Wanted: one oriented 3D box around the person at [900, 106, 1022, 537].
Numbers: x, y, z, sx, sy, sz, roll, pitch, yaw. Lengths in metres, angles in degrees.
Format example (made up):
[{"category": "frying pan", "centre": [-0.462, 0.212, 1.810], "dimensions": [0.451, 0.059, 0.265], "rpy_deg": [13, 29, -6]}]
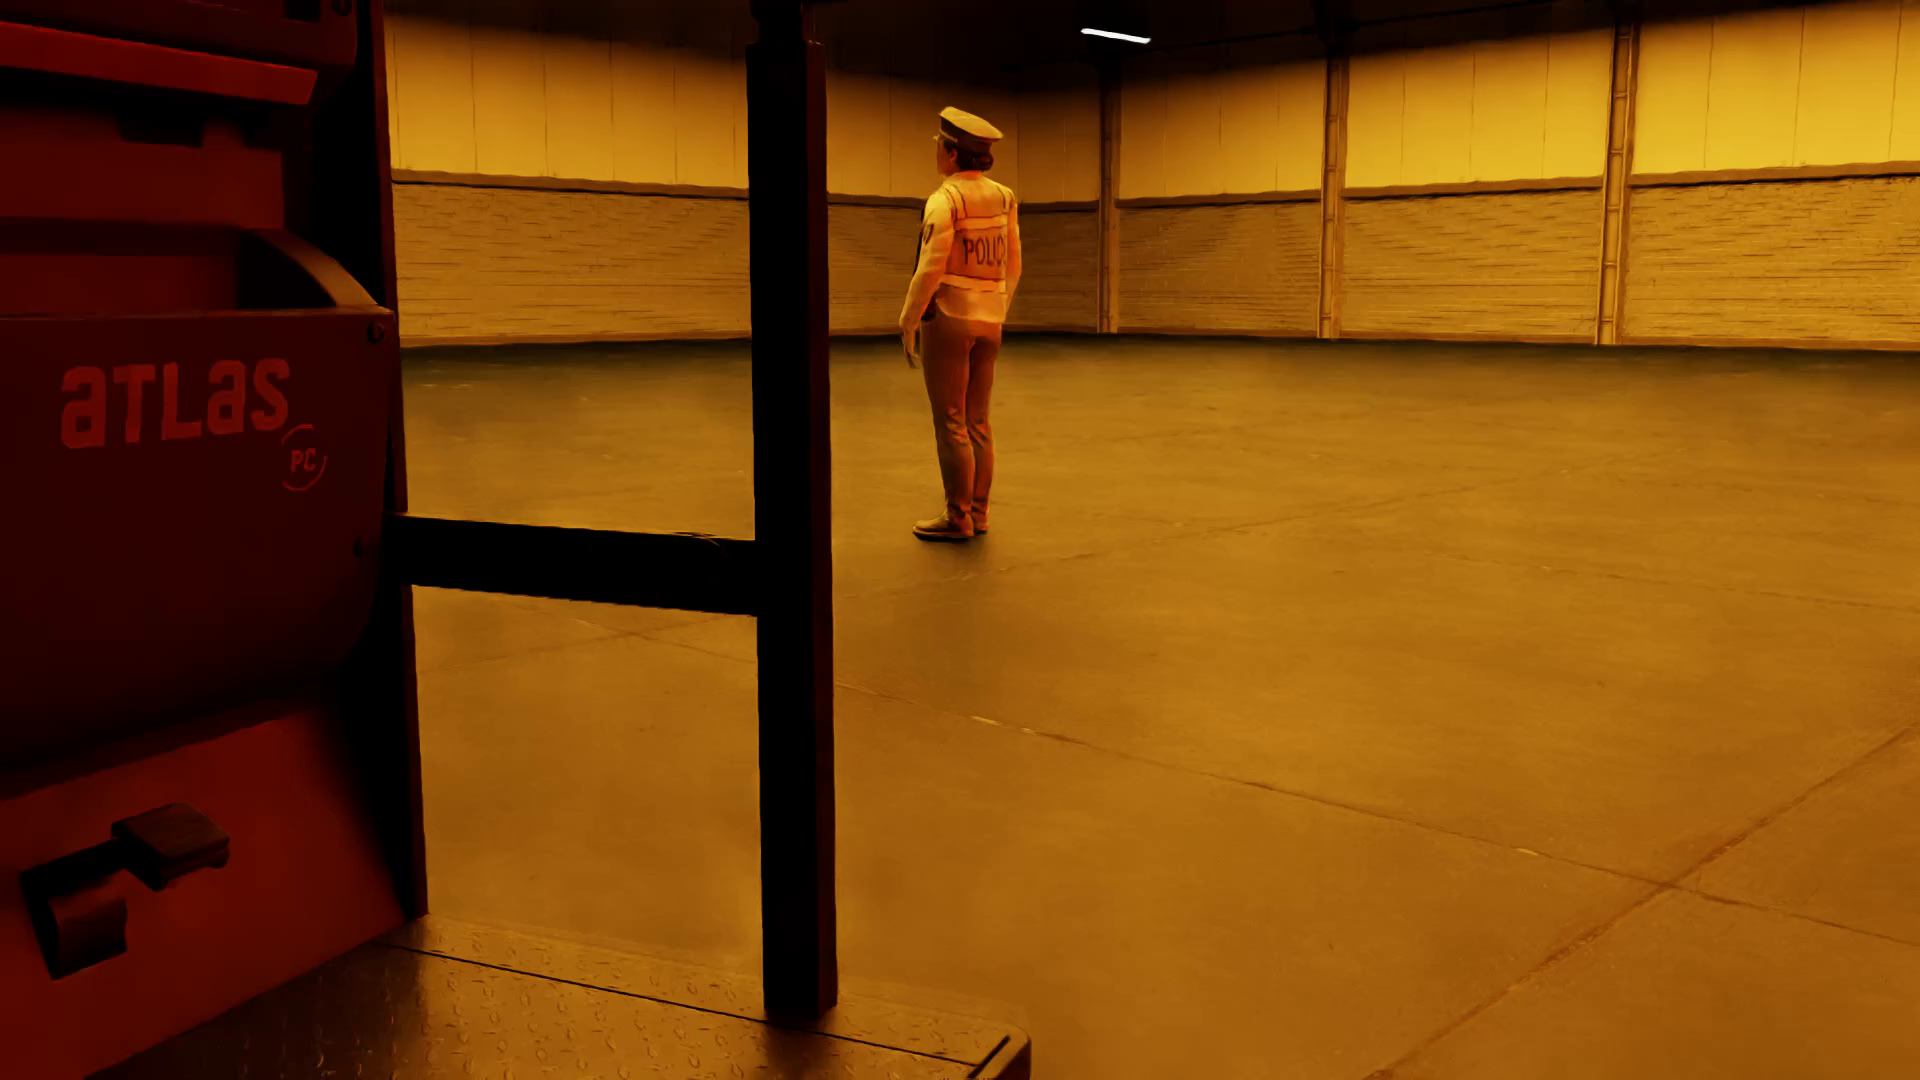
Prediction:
[{"category": "person", "centre": [-0.044, -0.853, 6.642], "dimensions": [0.532, 1.695, 0.586], "rpy_deg": [8, 12, 43]}]
